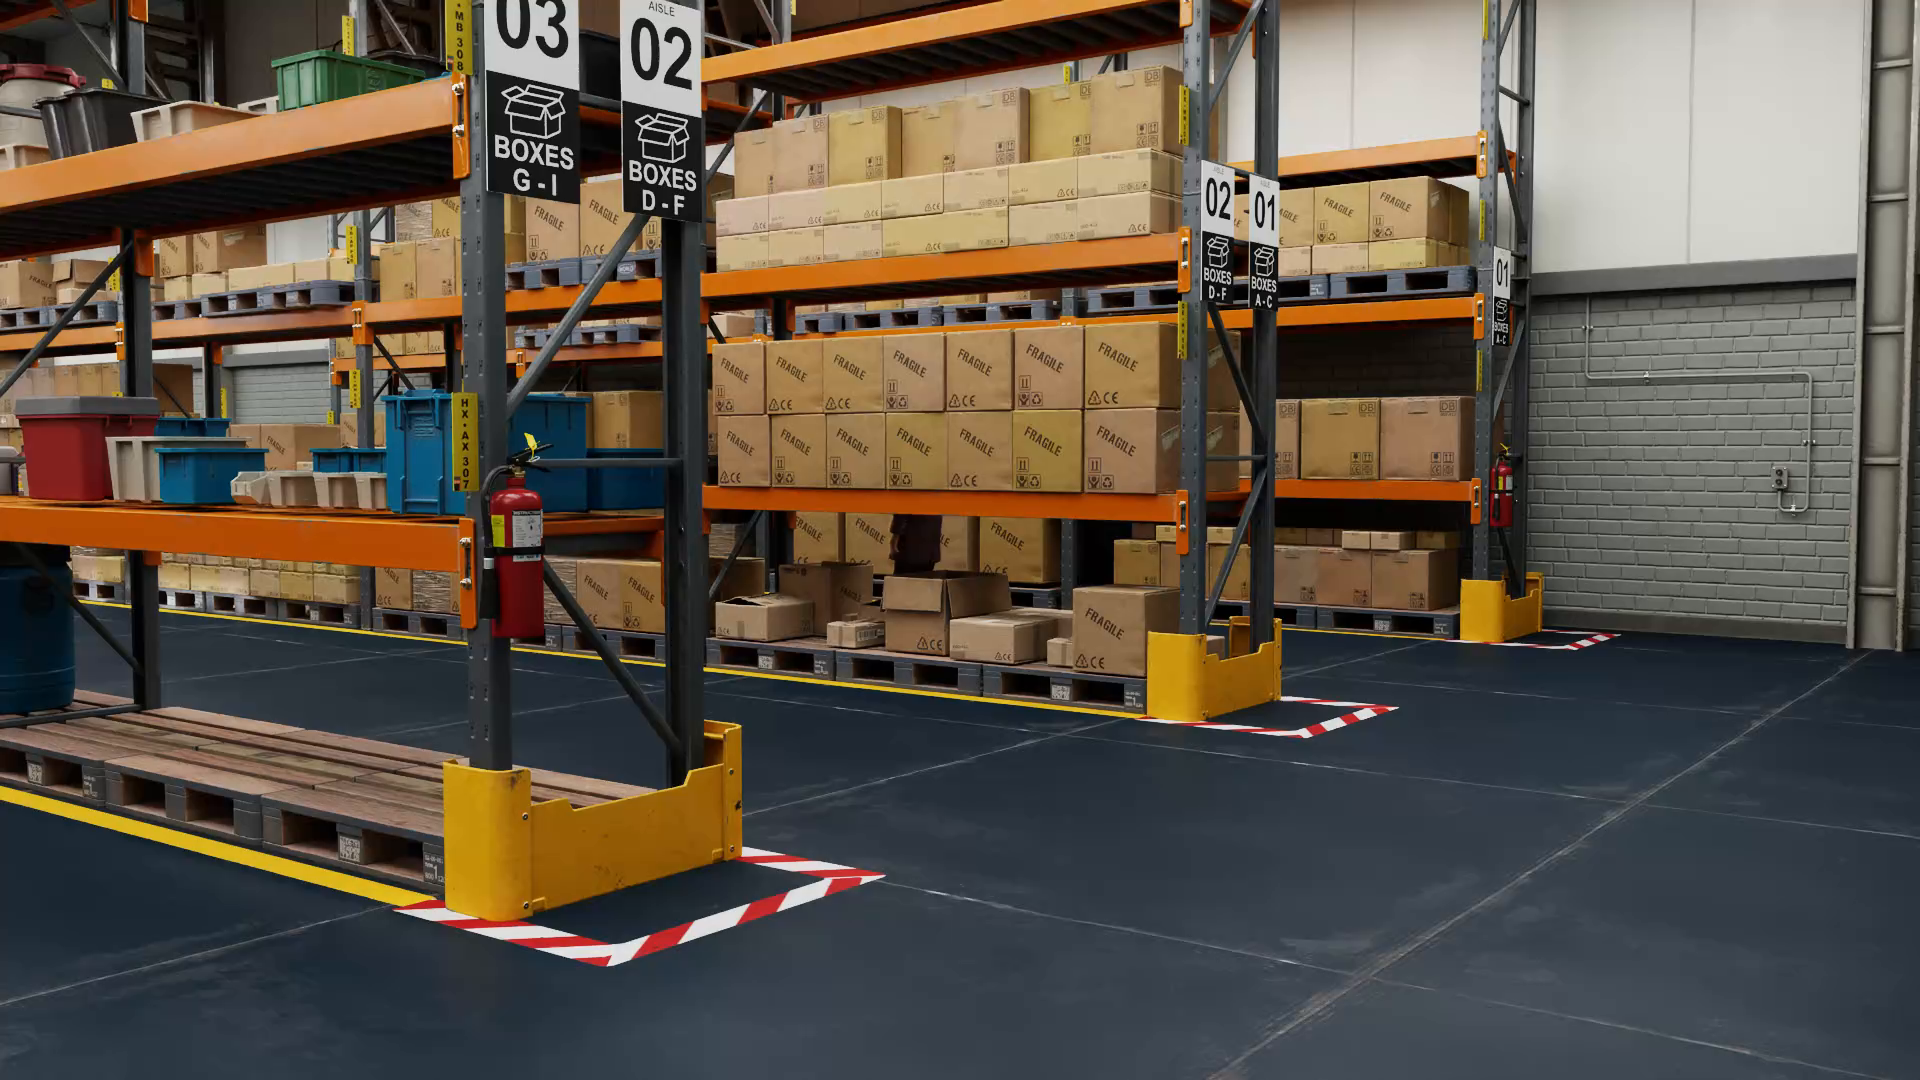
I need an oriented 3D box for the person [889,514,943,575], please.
[{"bbox_3d":[-0.363,-0.049,13.323,0.431,1.772,0.647,2,4,30],"label":"person"}]
